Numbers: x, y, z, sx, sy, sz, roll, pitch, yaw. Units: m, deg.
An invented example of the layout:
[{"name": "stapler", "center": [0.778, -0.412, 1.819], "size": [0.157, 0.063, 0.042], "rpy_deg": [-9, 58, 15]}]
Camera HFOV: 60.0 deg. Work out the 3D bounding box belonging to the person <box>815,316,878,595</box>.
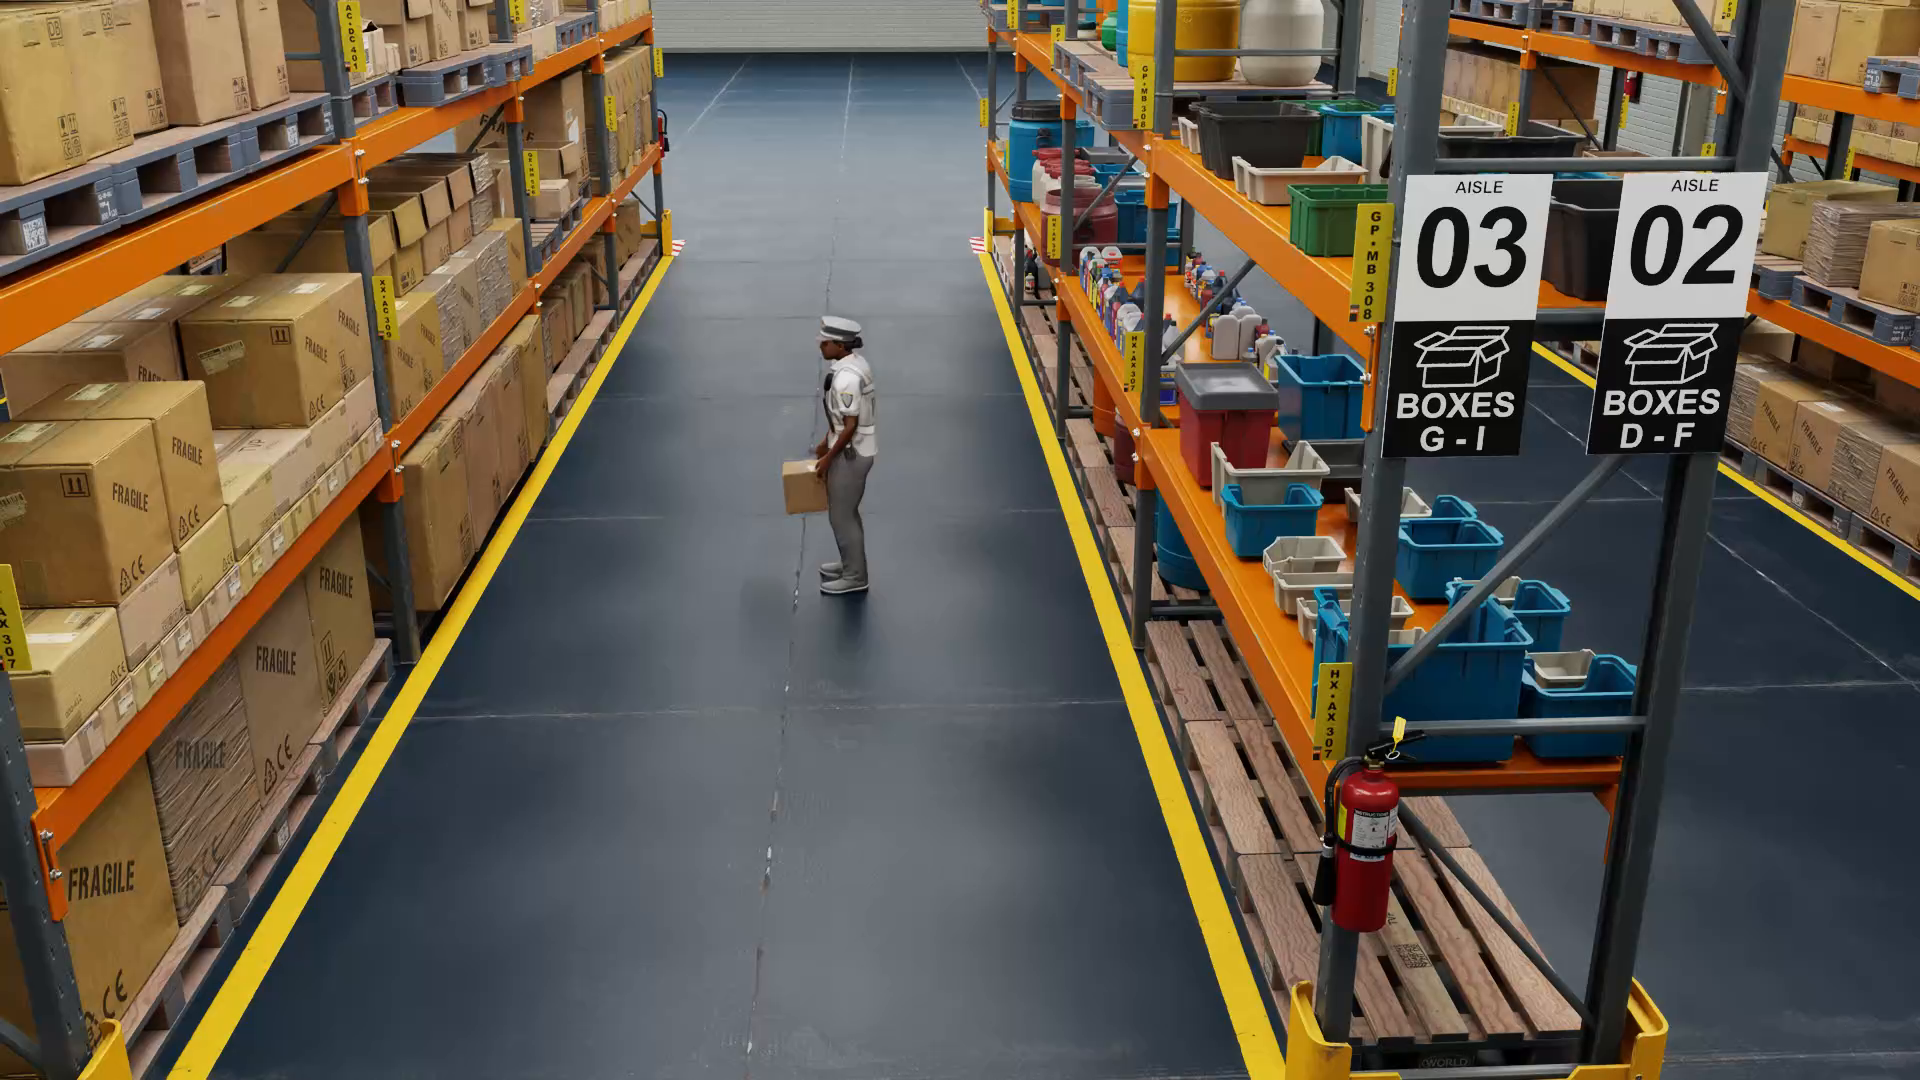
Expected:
[{"name": "person", "center": [-0.681, -0.516, 9.932], "size": [0.377, 1.676, 0.488], "rpy_deg": [-2, 21, -4]}]
